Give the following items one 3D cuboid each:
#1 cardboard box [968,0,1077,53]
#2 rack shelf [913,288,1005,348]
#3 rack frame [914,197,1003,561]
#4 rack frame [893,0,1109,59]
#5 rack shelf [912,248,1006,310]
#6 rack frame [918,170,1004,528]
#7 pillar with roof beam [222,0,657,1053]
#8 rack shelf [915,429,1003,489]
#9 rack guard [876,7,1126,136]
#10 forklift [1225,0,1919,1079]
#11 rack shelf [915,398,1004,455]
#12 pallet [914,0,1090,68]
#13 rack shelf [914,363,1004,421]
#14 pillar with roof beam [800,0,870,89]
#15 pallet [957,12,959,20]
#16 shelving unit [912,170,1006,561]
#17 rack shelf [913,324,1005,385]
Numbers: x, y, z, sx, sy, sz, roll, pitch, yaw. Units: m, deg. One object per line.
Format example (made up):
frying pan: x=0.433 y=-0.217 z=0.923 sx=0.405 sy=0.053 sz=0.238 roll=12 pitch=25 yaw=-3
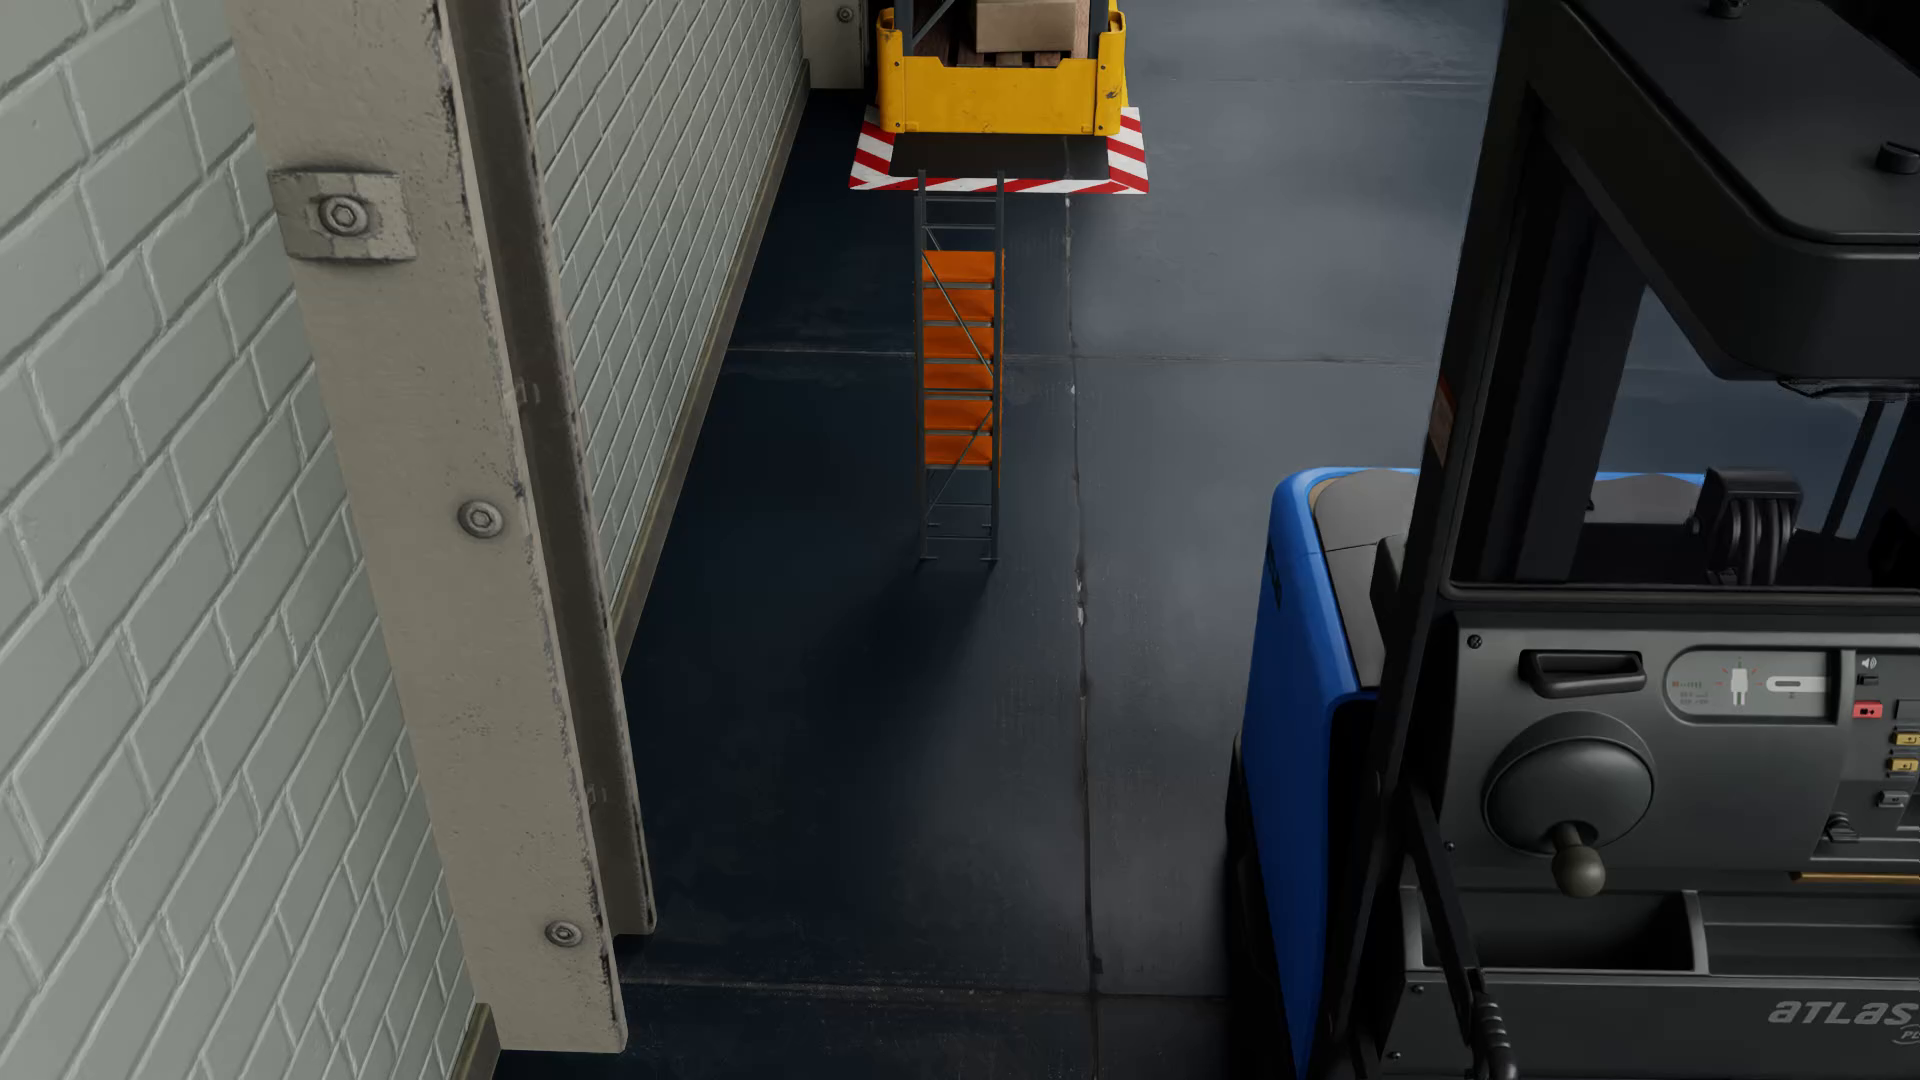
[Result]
cardboard box: x=0.310 y=-2.720 z=8.467 sx=0.500 sy=0.311 sz=0.500 roll=-2 pitch=35 yaw=-3
rack shelf: x=-0.001 y=-0.643 z=4.781 sx=0.258 sy=0.103 sz=0.180 roll=1 pitch=35 yaw=2
rack frame: x=-0.004 y=-0.430 z=4.818 sx=0.240 sy=1.200 sz=0.006 roll=1 pitch=35 yaw=2
rack frame: x=0.192 y=-3.245 z=7.258 sx=1.000 sy=3.000 sz=0.127 roll=1 pitch=35 yaw=2
rack shelf: x=-0.001 y=-0.741 z=4.712 sx=0.258 sy=0.103 sz=0.180 roll=1 pitch=35 yaw=2
rack frame: x=0.003 y=-0.535 z=4.968 sx=0.240 sy=1.200 sz=0.006 roll=1 pitch=35 yaw=2
pillar with roof beam: x=3.417 y=-2.575 z=1.087 sx=9.100 sy=9.000 sz=0.400 roll=1 pitch=35 yaw=2
rack shelf: x=-0.001 y=-0.250 z=5.057 sx=0.258 sy=0.103 sz=0.180 roll=1 pitch=35 yaw=2
rack guard: x=0.195 y=-2.266 z=8.039 sx=1.175 sy=0.500 sz=0.348 roll=1 pitch=35 yaw=2
forklift: x=1.155 y=0.369 z=2.176 sx=1.130 sy=2.935 sz=3.031 roll=1 pitch=35 yaw=1
rack shelf: x=-0.001 y=-0.348 z=4.988 sx=0.258 sy=0.103 sz=0.180 roll=1 pitch=35 yaw=2
pallet: x=0.263 y=-2.613 z=8.785 sx=1.003 sy=0.211 sz=1.213 roll=1 pitch=35 yaw=2
rack shelf: x=-0.001 y=-0.446 z=4.919 sx=0.258 sy=0.103 sz=0.180 roll=1 pitch=35 yaw=2
pillar with roof beam: x=3.658 y=-6.022 z=5.992 sx=9.100 sy=9.000 sz=0.400 roll=1 pitch=35 yaw=2
pallet: x=0.315 y=-3.312 z=9.780 sx=1.003 sy=0.211 sz=1.213 roll=1 pitch=35 yaw=2
shelving unit: x=-0.001 y=-0.483 z=4.893 sx=0.258 sy=1.200 sz=0.189 roll=1 pitch=35 yaw=2
rack shelf: x=-0.001 y=-0.544 z=4.850 sx=0.258 sy=0.103 sz=0.180 roll=1 pitch=35 yaw=2
